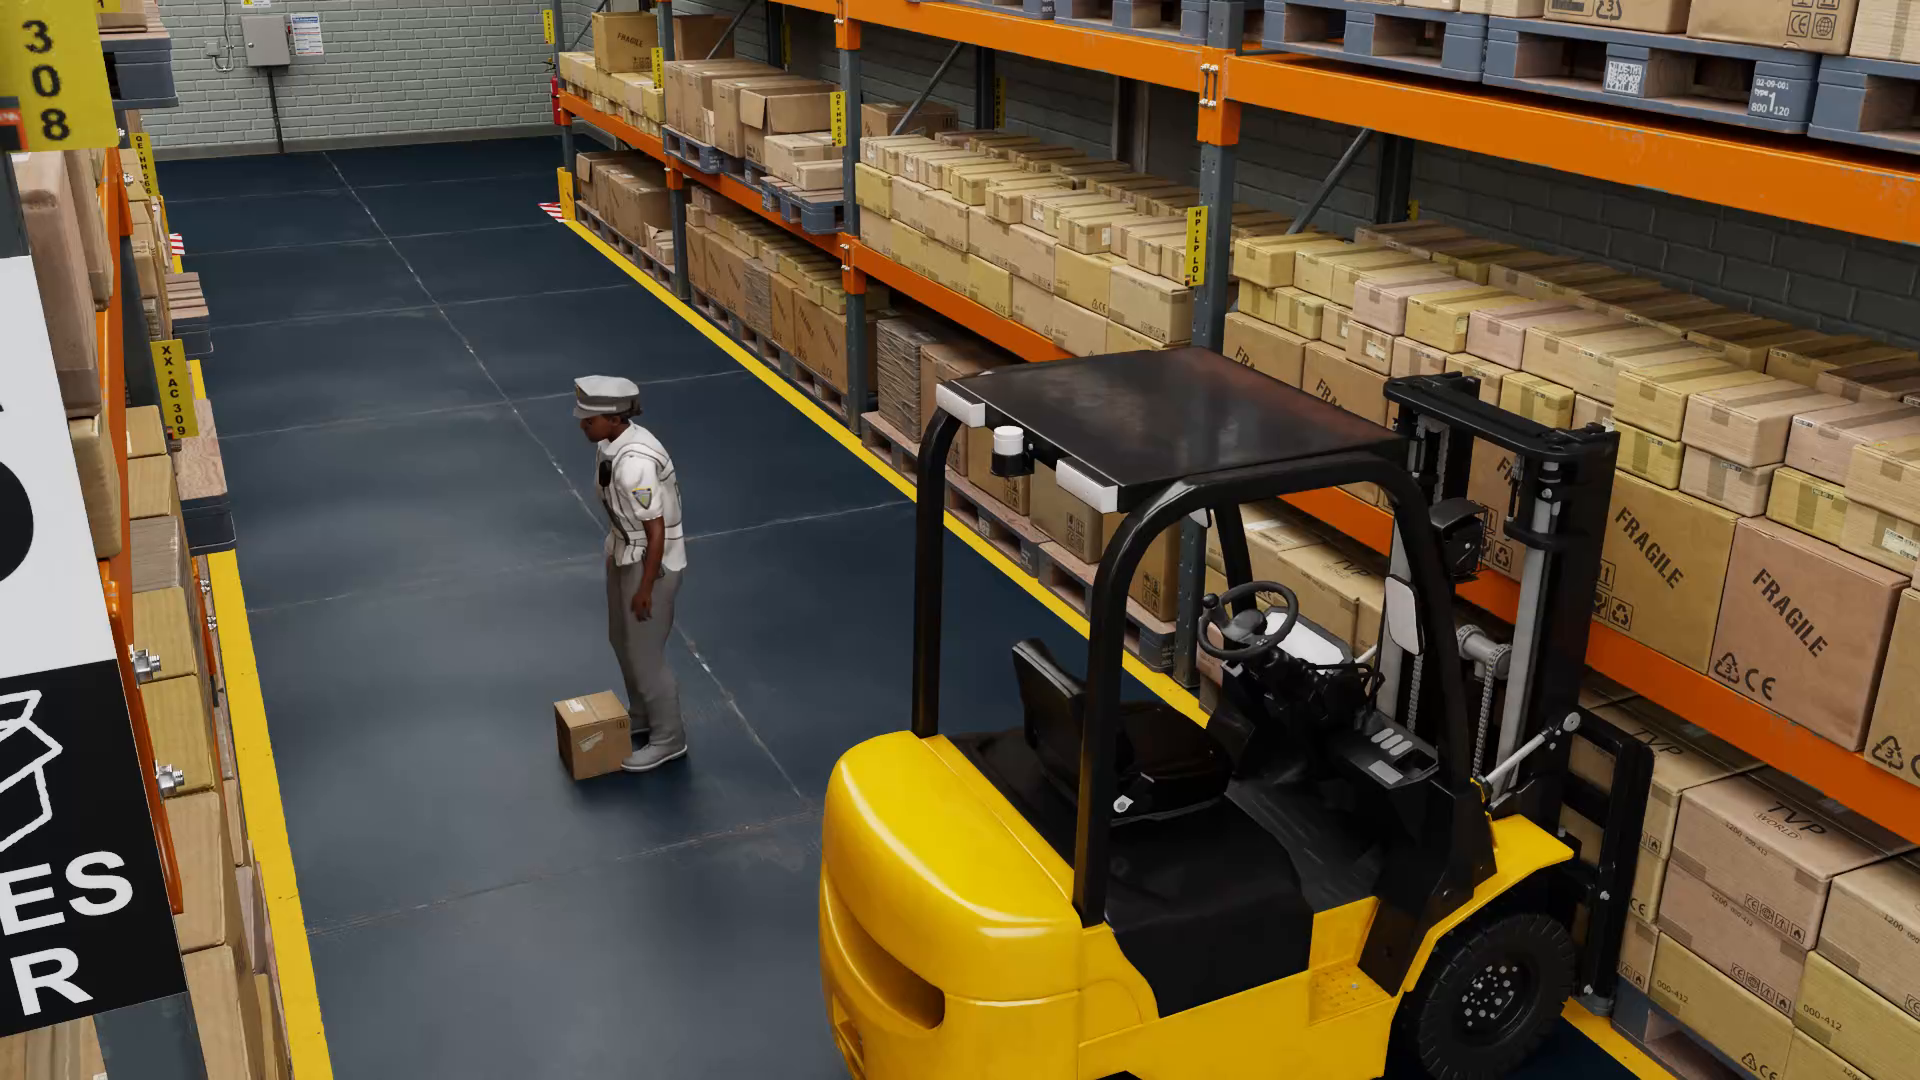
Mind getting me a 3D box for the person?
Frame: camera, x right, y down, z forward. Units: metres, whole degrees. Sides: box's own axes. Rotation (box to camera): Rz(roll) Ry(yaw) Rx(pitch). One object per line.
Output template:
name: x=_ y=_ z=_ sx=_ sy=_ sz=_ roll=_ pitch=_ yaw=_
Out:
person: x=-1.329 y=0.123 z=6.794 sx=0.397 sy=1.657 sz=0.509 roll=-10 pitch=25 yaw=-24
